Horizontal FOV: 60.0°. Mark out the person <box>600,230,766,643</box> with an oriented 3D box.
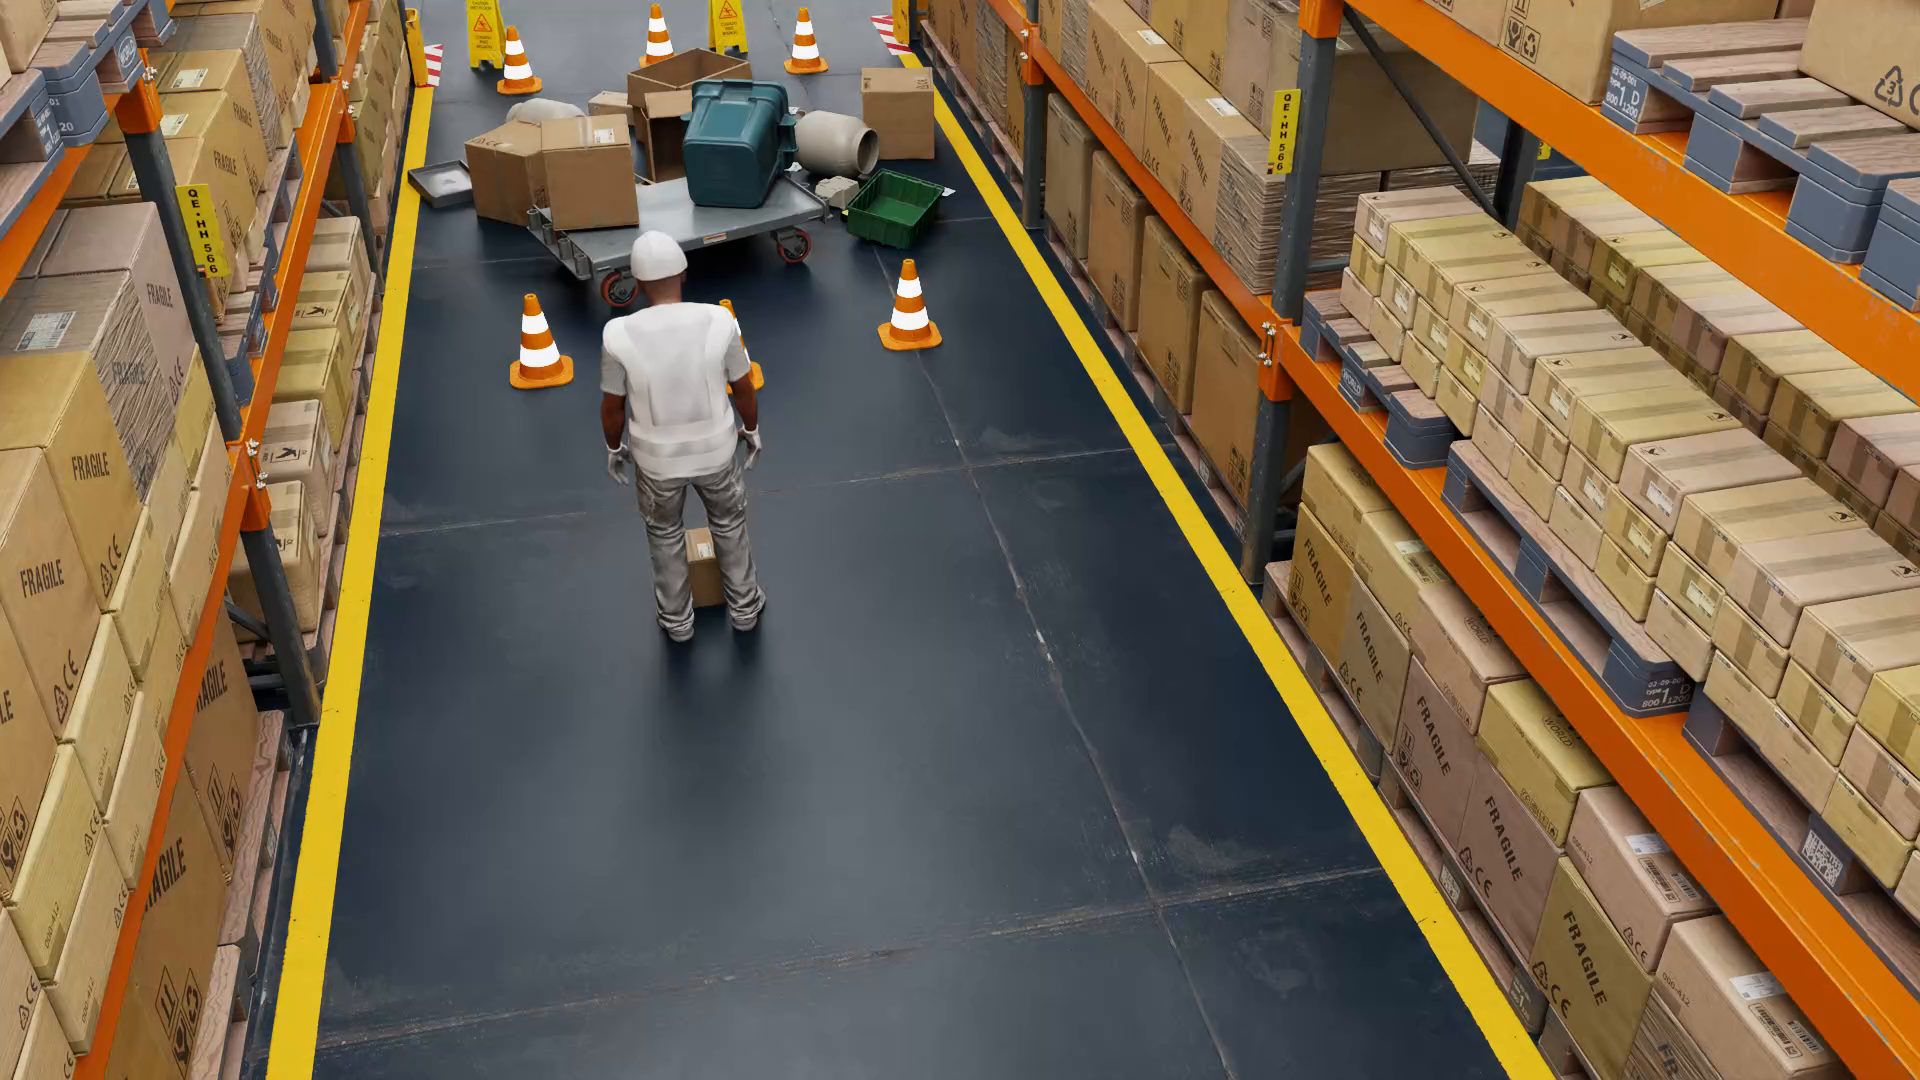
[{"bbox_3d":[-1.110,-0.383,6.699,0.622,1.774,0.453,-8,35,-11],"label":"person"}]
